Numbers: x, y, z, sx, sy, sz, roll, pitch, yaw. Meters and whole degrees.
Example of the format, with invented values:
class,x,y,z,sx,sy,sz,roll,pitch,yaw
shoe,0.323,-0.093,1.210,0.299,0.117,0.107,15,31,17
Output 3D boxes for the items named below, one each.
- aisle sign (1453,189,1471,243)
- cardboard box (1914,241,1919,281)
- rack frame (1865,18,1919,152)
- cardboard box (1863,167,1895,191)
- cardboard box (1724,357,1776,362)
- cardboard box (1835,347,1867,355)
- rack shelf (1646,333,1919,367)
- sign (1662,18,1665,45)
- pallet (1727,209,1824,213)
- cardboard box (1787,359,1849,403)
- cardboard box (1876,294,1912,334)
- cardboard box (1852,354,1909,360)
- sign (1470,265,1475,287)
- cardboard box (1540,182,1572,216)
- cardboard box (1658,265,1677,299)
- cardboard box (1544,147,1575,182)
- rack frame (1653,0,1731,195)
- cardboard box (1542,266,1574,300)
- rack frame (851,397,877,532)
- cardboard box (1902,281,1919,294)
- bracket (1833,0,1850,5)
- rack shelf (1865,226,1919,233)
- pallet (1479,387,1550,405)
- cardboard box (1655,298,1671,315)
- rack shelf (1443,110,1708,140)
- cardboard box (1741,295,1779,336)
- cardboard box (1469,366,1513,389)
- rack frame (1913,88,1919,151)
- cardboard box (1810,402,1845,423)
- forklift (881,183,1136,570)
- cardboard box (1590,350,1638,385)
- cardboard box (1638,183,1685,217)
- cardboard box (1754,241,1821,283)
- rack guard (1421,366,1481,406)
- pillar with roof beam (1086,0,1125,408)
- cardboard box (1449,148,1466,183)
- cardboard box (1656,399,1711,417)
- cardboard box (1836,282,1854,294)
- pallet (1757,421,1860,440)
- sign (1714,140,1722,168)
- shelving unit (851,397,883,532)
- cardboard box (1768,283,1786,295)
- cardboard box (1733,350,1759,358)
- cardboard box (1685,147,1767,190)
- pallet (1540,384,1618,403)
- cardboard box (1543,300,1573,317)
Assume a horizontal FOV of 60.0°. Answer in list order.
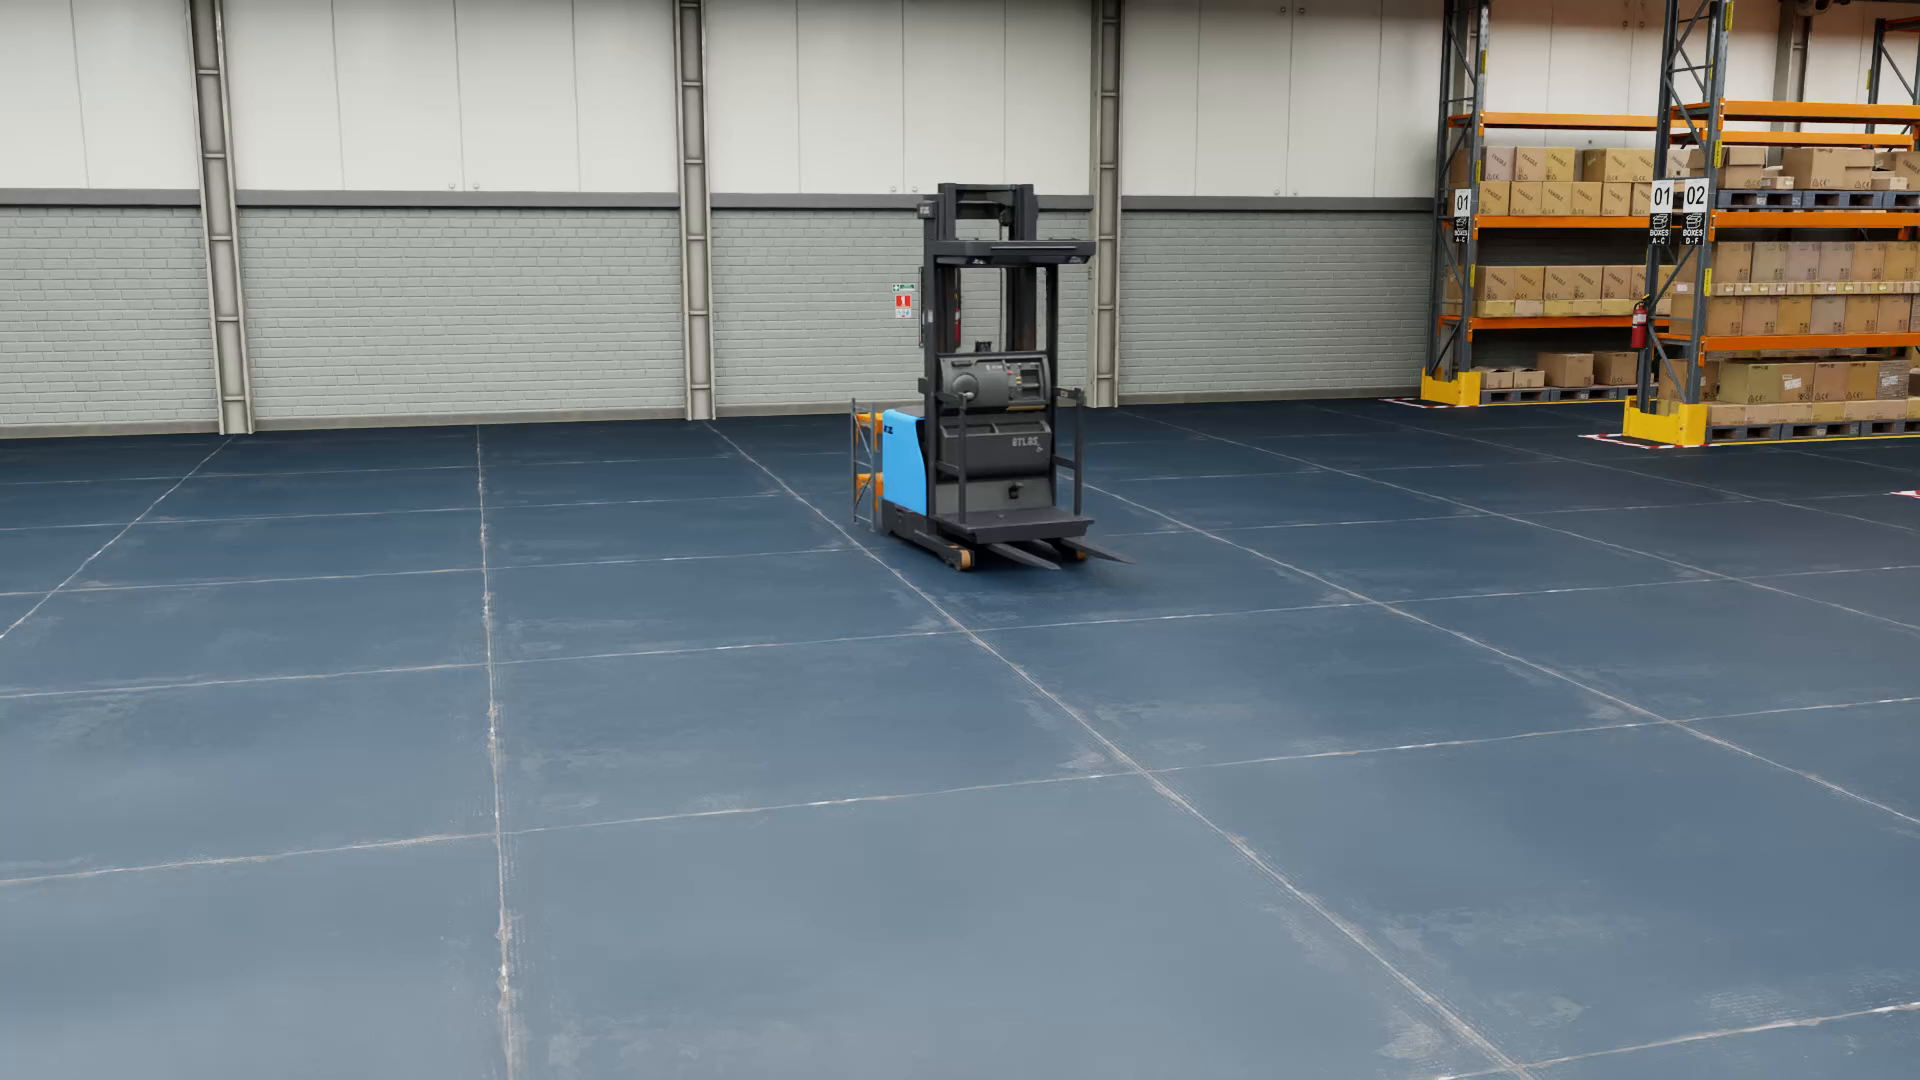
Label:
class,x,y,z,sx,sy,sz,roll,pitch,yaw
aisle sign,7.472,-4.819,24.756,0.004,0.787,0.394,-3,11,-16
cardboard box,12.262,-3.601,21.463,0.500,0.500,0.700,-3,11,-16
rack frame,15.138,-6.951,26.950,0.127,3.000,1.000,-3,11,-16
cardboard box,11.610,-4.637,21.365,0.500,0.311,0.500,-4,11,-19
cardboard box,10.233,-2.090,21.478,0.500,0.500,0.500,-3,11,-16
cardboard box,14.462,-2.942,27.433,0.500,0.500,0.700,-3,11,-15
rack shelf,10.766,-2.482,21.233,4.000,0.370,1.077,-3,11,-16
sign,8.707,-6.279,20.499,0.005,0.325,0.100,-3,11,-16
pallet,12.915,-5.247,26.497,1.003,0.211,1.213,-3,11,-16
cardboard box,10.863,-2.022,21.108,0.500,0.500,0.500,-3,11,-16
cardboard box,11.757,-2.935,21.429,0.500,0.500,0.700,-3,11,-17
cardboard box,12.153,-2.191,22.029,0.500,0.500,0.500,-3,11,-16
sign,7.609,-3.927,24.704,0.005,0.325,0.100,-3,11,-16
cardboard box,8.871,-5.152,25.128,0.500,0.500,0.500,-2,11,-13
cardboard box,10.930,-4.026,25.916,0.500,0.500,0.500,-3,11,-16
cardboard box,8.880,-5.644,25.040,0.500,0.500,0.500,-3,11,-14
rack frame,8.845,-5.685,20.075,0.127,3.000,1.000,-3,11,-16
cardboard box,8.975,-3.921,25.348,0.500,0.500,0.500,-3,11,-18
rack frame,-0.844,-0.664,14.544,0.032,1.125,0.500,-5,11,-25
cardboard box,11.996,-3.229,21.232,0.250,0.149,0.380,-3,11,-18
bracket,14.146,-8.765,26.863,0.430,0.232,0.235,-3,11,-16
rack shelf,17.059,-5.223,27.837,4.000,0.370,1.077,-3,11,-16
pallet,8.320,-2.263,25.758,1.213,0.211,1.003,-3,11,-16
cardboard box,10.928,-3.658,25.989,0.500,0.250,0.500,-3,11,-16
rack shelf,9.377,-6.292,25.366,4.000,0.370,1.077,-3,11,-16
cardboard box,9.800,-2.833,20.874,0.500,0.500,0.700,-3,11,-14
cardboard box,8.147,-2.509,25.603,0.500,0.311,0.500,-4,11,-22
rack frame,12.686,-5.888,21.174,0.127,3.000,1.000,-3,11,-16
cardboard box,10.863,-1.653,21.177,0.500,0.250,0.500,-3,11,-16
forklift,0.367,-1.293,12.976,1.130,2.935,3.031,-4,11,-23
cardboard box,10.312,-2.726,26.257,0.500,0.500,0.500,-4,11,-20
cardboard box,10.879,-5.264,25.739,0.500,0.500,0.500,-3,11,-14
cardboard box,10.335,-3.499,20.911,0.500,0.500,0.700,-3,11,-16
rack guard,7.530,-2.370,25.542,0.348,0.500,1.175,-3,11,-16
pillar with roof beam,3.330,-5.680,20.046,0.400,9.000,9.100,-3,11,-16
cardboard box,7.798,-5.689,25.287,0.500,0.500,0.500,-3,11,-13
cardboard box,9.278,-1.668,21.255,0.500,0.250,0.500,-3,11,-16
cardboard box,11.011,-3.177,20.949,0.250,0.149,0.380,-3,11,-14
pallet,10.737,-1.471,21.452,1.213,0.211,1.003,-3,11,-16
sign,8.995,-4.582,19.734,0.005,0.325,0.100,-3,11,-16
shelving unit,-0.384,-0.703,14.755,1.048,1.125,0.538,-5,11,-25
cardboard box,10.018,-3.124,20.664,0.250,0.149,0.380,-3,11,-17
cardboard box,12.482,-2.860,26.988,0.500,0.500,0.700,-3,11,-17
cardboard box,9.398,-4.565,20.440,0.637,0.503,0.797,-2,11,-12
pallet,9.489,-2.324,26.090,1.213,0.211,1.003,-3,11,-16
cardboard box,9.000,-3.555,25.431,0.500,0.250,0.500,-3,11,-17
